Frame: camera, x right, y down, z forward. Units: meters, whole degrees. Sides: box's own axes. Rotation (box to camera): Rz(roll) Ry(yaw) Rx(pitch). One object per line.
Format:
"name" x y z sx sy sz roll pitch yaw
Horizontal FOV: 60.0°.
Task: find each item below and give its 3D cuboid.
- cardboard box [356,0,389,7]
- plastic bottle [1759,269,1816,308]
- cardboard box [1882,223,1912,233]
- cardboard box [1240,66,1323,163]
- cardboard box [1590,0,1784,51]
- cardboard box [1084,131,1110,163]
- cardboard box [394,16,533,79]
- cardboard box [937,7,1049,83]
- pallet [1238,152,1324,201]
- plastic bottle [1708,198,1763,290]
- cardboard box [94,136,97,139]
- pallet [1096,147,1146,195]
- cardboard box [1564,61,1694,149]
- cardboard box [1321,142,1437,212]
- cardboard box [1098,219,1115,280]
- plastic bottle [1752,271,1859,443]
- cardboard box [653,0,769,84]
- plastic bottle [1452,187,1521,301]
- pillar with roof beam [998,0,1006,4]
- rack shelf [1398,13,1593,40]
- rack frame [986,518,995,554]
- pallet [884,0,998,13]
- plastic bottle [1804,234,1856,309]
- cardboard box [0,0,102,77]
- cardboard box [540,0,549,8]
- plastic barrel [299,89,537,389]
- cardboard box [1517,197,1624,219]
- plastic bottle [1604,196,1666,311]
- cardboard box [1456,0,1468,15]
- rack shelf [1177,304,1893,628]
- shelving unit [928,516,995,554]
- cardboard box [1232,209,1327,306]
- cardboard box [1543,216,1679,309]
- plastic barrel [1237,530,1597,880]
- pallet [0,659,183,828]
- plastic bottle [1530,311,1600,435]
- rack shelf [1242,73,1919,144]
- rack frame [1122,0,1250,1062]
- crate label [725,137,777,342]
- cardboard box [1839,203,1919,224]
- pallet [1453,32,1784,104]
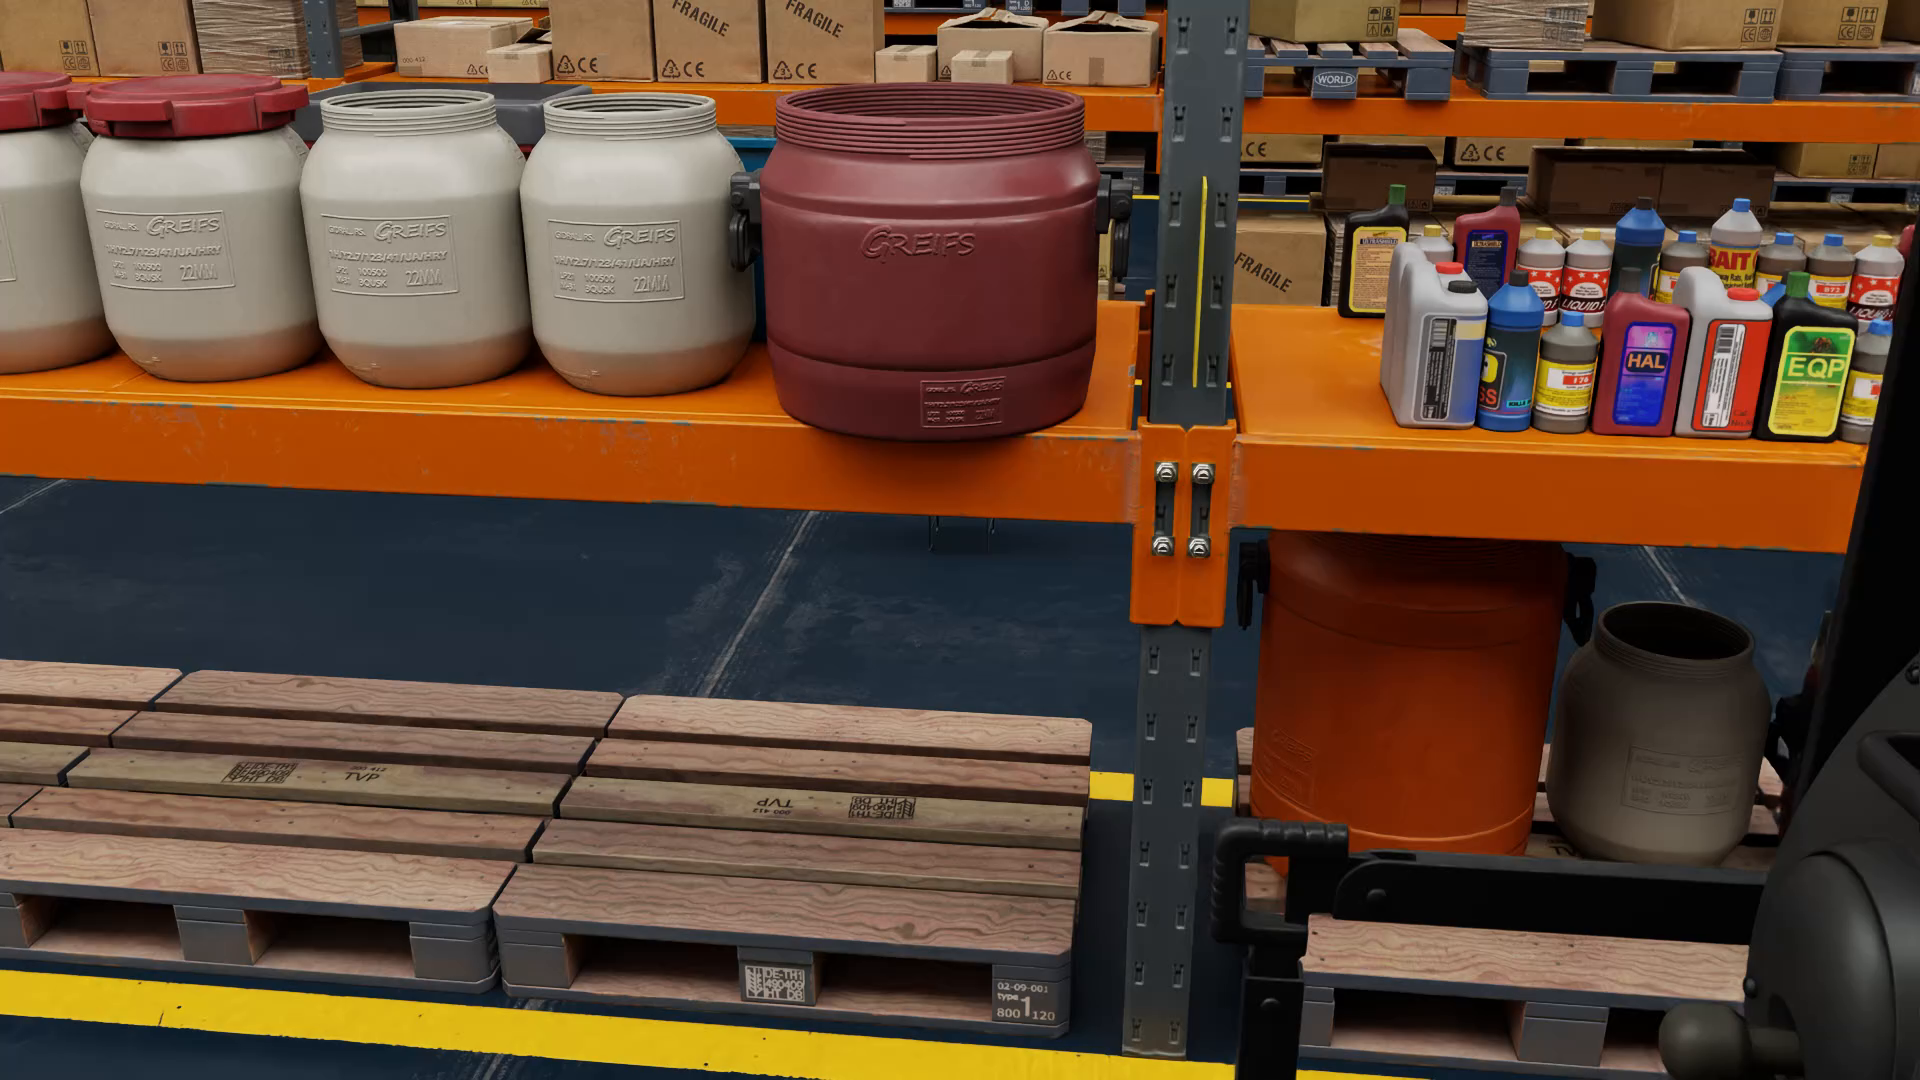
"cardboard box" -4.362 -4.243 12.768 0.500 0.250 0.500 3 22 7
"plastic bottle" 1.415 -0.332 2.874 0.097 0.271 0.097 0 22 0
"cardboard box" 4.480 -1.135 7.532 0.500 0.500 0.500 2 22 6
"cardboard box" 2.326 -3.274 12.494 0.750 0.750 0.750 2 22 6
"cardboard box" 3.242 -2.472 7.405 0.500 0.500 0.700 -3 22 -7
"cardboard box" 0.890 -3.212 12.787 0.500 0.500 0.700 3 22 7
"cardboard box" -2.446 -2.447 8.254 0.500 0.250 0.500 4 22 10
"cardboard box" 0.167 -2.417 8.095 0.500 0.311 0.500 2 22 6
"pallet" 2.385 -2.800 12.734 1.213 0.211 1.003 2 22 6
"plastic bottle" 1.625 -0.581 3.504 0.097 0.271 0.097 0 22 0
"cardboard box" -4.419 -1.774 8.496 0.500 0.500 0.500 2 22 6
"pallet" 0.835 -2.896 12.977 1.213 0.211 1.003 2 22 6
"cardboard box" 4.923 -3.161 12.209 0.750 0.750 0.750 3 22 7
"cardboard box" 2.045 -1.784 8.155 0.500 0.250 0.500 3 22 8
"cardboard box" 0.483 -1.459 7.957 0.500 0.311 0.500 3 22 8
"plastic bottle" 1.424 -0.307 2.796 0.133 0.283 0.061 2 22 6
"cardboard box" -1.159 -2.485 8.010 0.500 0.500 0.500 3 22 6
"plastic bottle" 1.126 -0.615 3.574 0.133 0.283 0.061 2 22 6
"pillar with roof beam" -0.085 -5.748 8.240 0.400 9.000 9.100 2 22 6
"rack shelf" 3.597 -3.737 12.291 4.000 0.370 1.077 2 22 6
"rack frame" 0.109 -0.414 5.762 0.006 0.900 0.240 2 22 6
"pallet" -0.359 -4.140 12.591 1.213 0.211 1.003 2 22 6
"plastic bottle" 1.819 -0.540 3.496 0.097 0.201 0.097 0 22 0
"cardboard box" -4.404 -2.629 8.375 0.500 0.500 0.700 3 22 7
"cardboard box" -2.867 -4.180 12.611 0.500 0.250 0.500 3 22 6
"plastic barrel" -1.020 -0.578 3.169 0.421 0.512 0.421 0 22 0
"cardboard box" 3.024 -1.394 8.187 0.500 0.500 0.500 2 22 4
"plastic bottle" 1.432 -0.589 3.526 0.097 0.271 0.097 0 22 0
"cardboard box" 3.695 -3.875 11.977 0.250 0.149 0.380 3 22 8
"rack shelf" 2.431 -0.120 3.142 4.000 0.370 1.077 2 22 6
"shelving unit" 0.008 -0.418 5.773 0.210 0.900 0.258 2 22 6
"cardboard box" 1.450 -1.267 7.867 0.500 0.500 0.500 3 22 9
"cardboard box" 2.987 -1.203 7.703 0.500 0.500 0.500 2 22 4
"plastic barrel" 0.933 0.288 3.512 0.708 0.830 0.600 2 22 6
"pallet" -2.743 0.603 4.129 1.213 0.211 1.003 2 22 6
"plastic bottle" 1.046 -0.293 2.870 0.097 0.201 0.097 0 22 0
"rack shelf" 3.018 -1.928 7.716 4.000 0.370 1.077 2 22 6
"rack frame" 0.445 -0.541 3.228 0.127 3.000 1.000 2 22 6
"crate label" -0.510 -0.699 3.580 0.616 0.435 0.502 2 22 6
"cardboard box" 4.552 -1.328 8.021 0.500 0.500 0.500 2 22 4
"pallet" 2.964 -2.178 7.629 1.213 0.211 1.003 2 22 6
